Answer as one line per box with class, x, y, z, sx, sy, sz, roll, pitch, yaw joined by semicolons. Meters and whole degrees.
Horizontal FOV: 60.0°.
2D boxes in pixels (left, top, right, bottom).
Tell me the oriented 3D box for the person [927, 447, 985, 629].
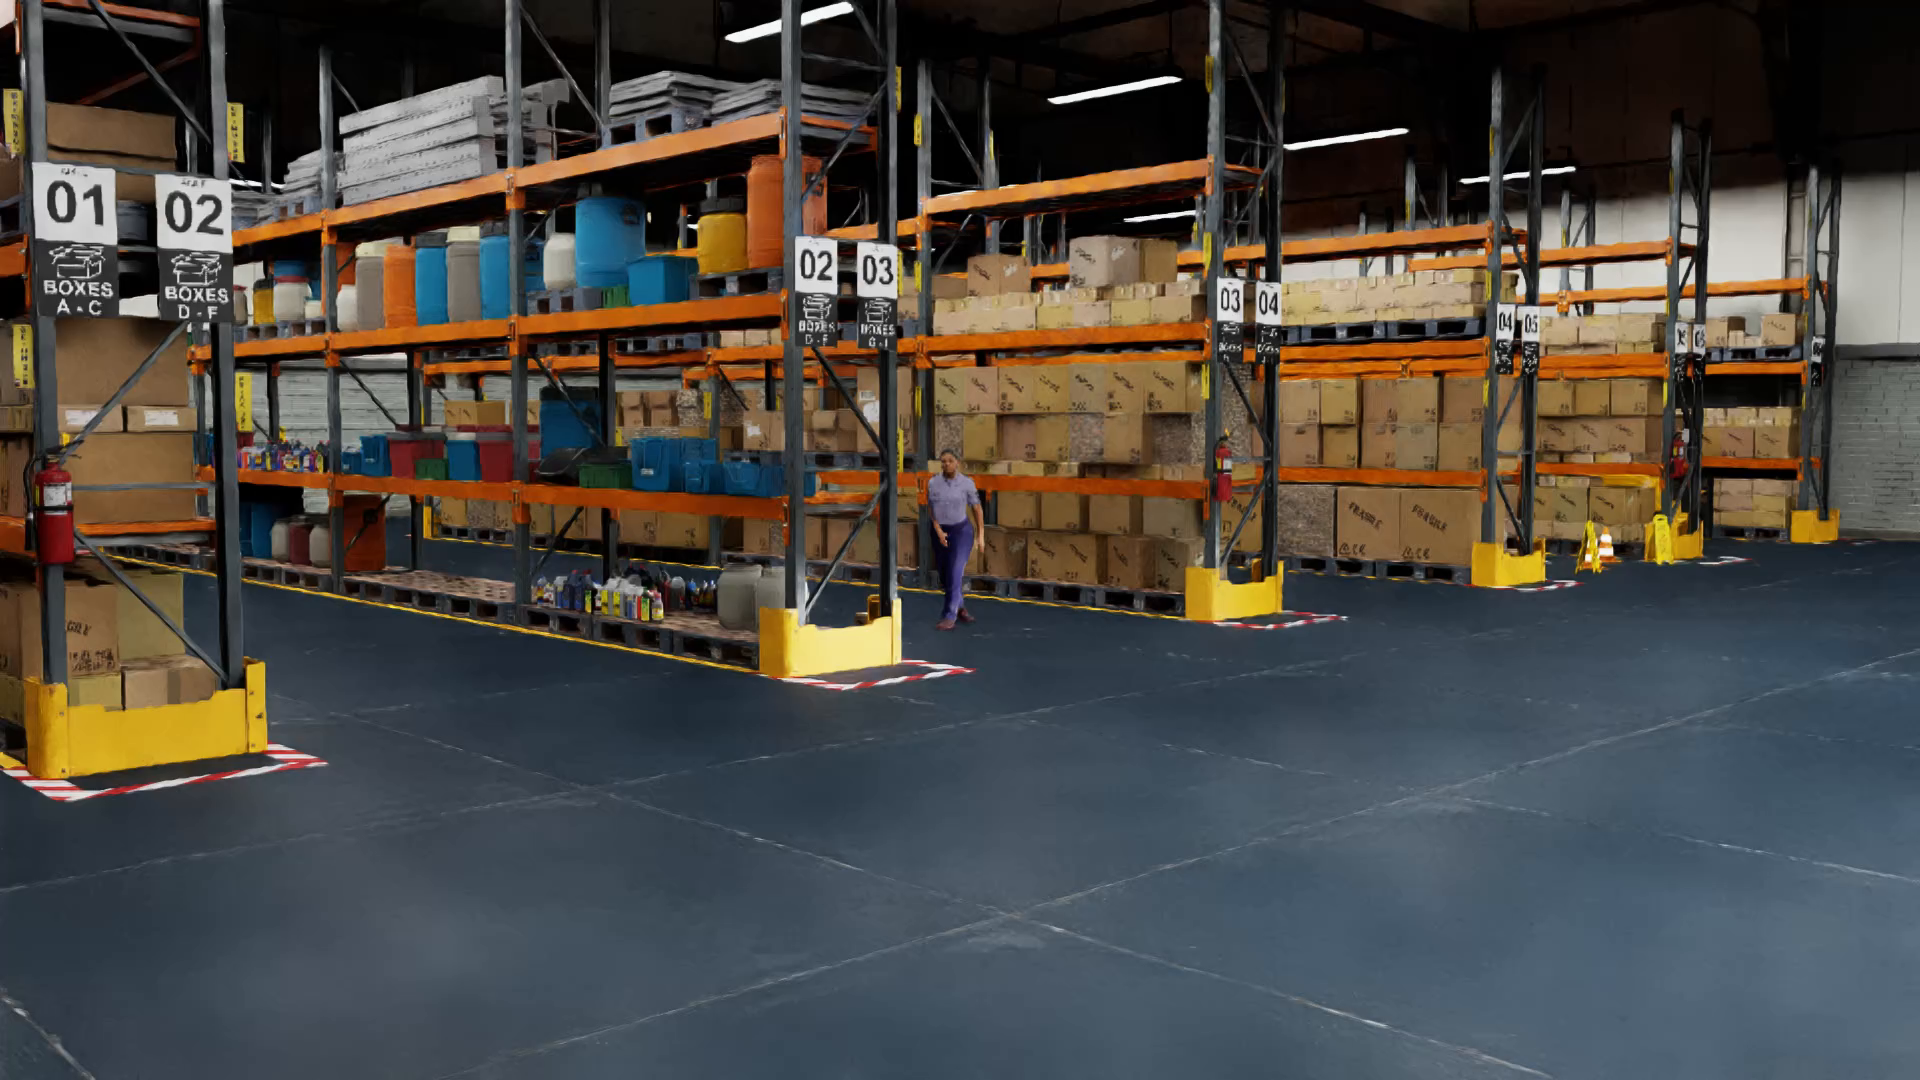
person;-0.024;-0.024;15.124;0.500;1.621;0.716;2;4;22
